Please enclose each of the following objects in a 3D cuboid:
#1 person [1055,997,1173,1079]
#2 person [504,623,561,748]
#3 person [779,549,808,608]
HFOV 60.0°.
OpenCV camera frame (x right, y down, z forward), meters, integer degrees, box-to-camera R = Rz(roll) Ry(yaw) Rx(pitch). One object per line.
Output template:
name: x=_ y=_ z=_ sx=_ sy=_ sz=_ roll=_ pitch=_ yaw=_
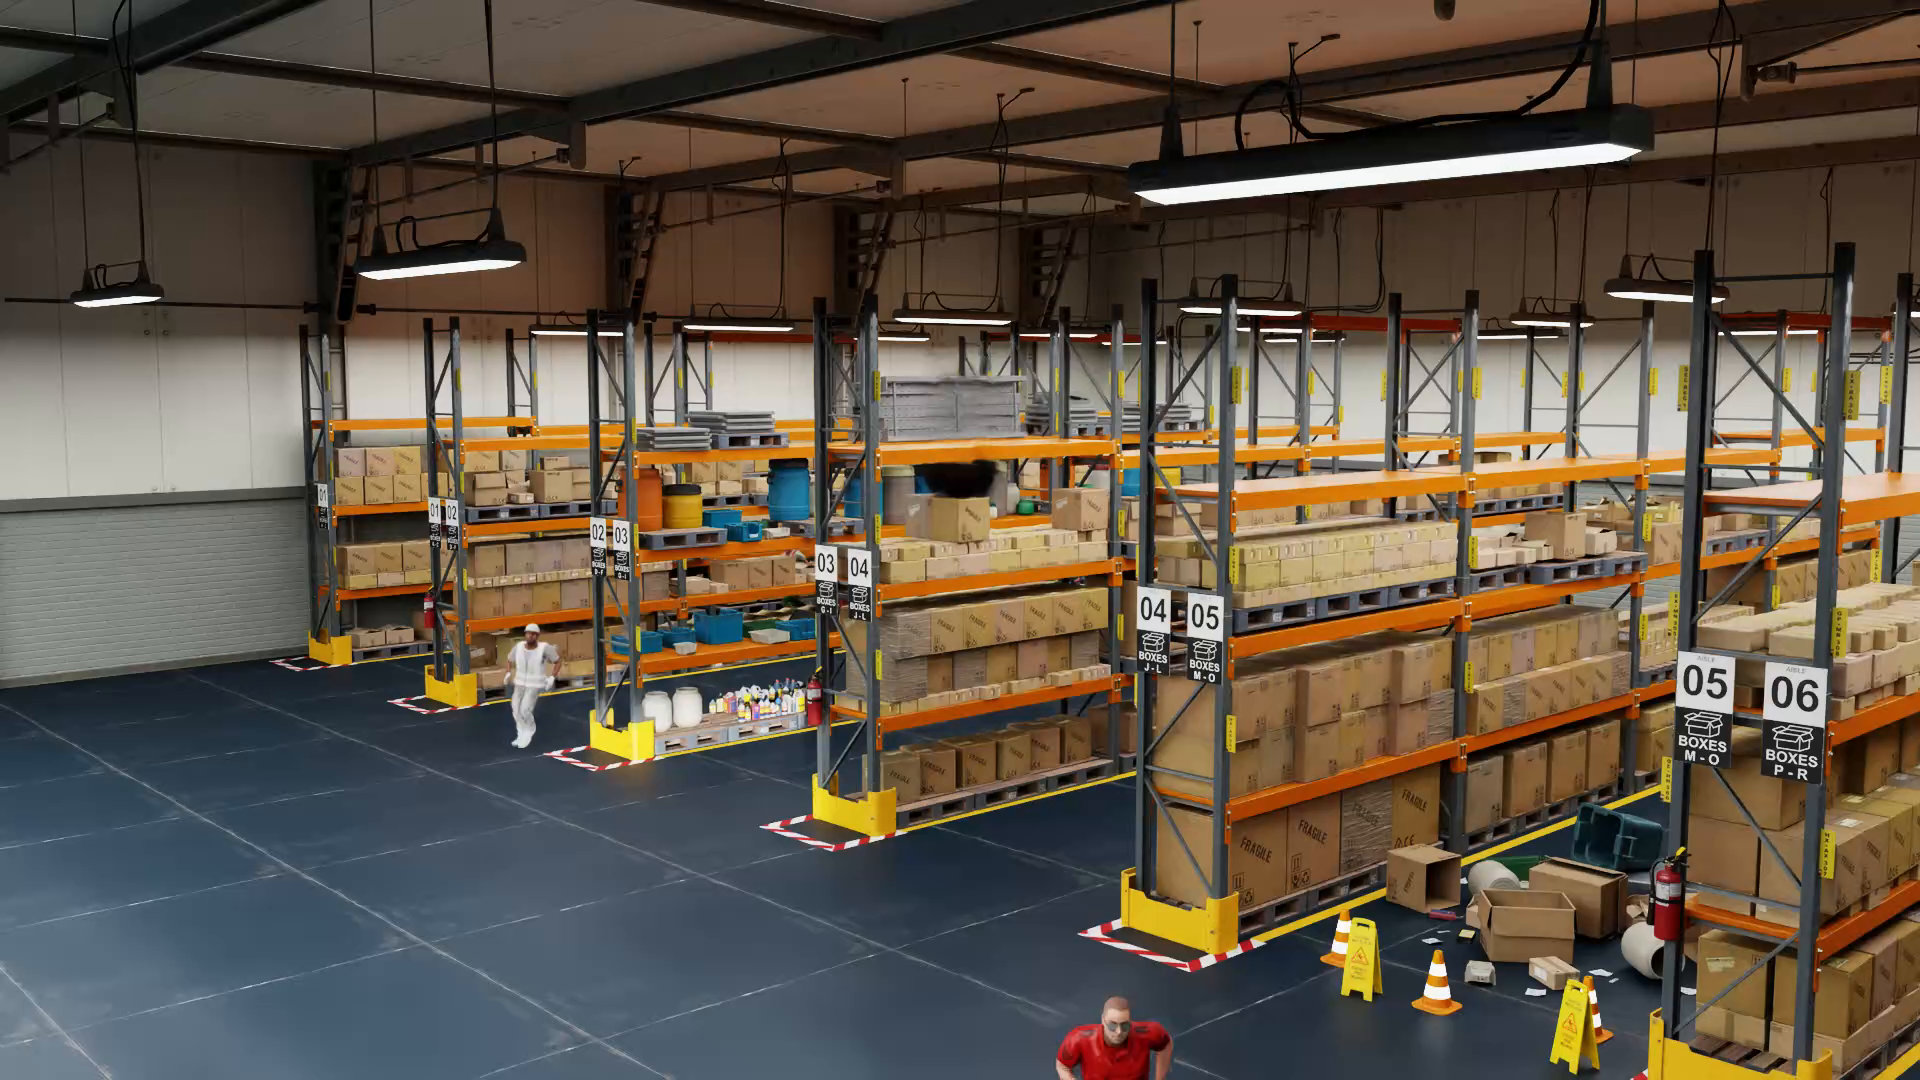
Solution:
person: x=0.890 y=3.382 z=9.815 sx=0.693 sy=1.692 sz=1.007 roll=0 pitch=6 yaw=-4
person: x=-5.905 y=1.998 z=22.798 sx=0.749 sy=1.729 sz=0.597 roll=1 pitch=6 yaw=13
person: x=-3.482 y=0.826 z=34.297 sx=0.683 sy=1.772 sz=0.969 roll=4 pitch=7 yaw=31
